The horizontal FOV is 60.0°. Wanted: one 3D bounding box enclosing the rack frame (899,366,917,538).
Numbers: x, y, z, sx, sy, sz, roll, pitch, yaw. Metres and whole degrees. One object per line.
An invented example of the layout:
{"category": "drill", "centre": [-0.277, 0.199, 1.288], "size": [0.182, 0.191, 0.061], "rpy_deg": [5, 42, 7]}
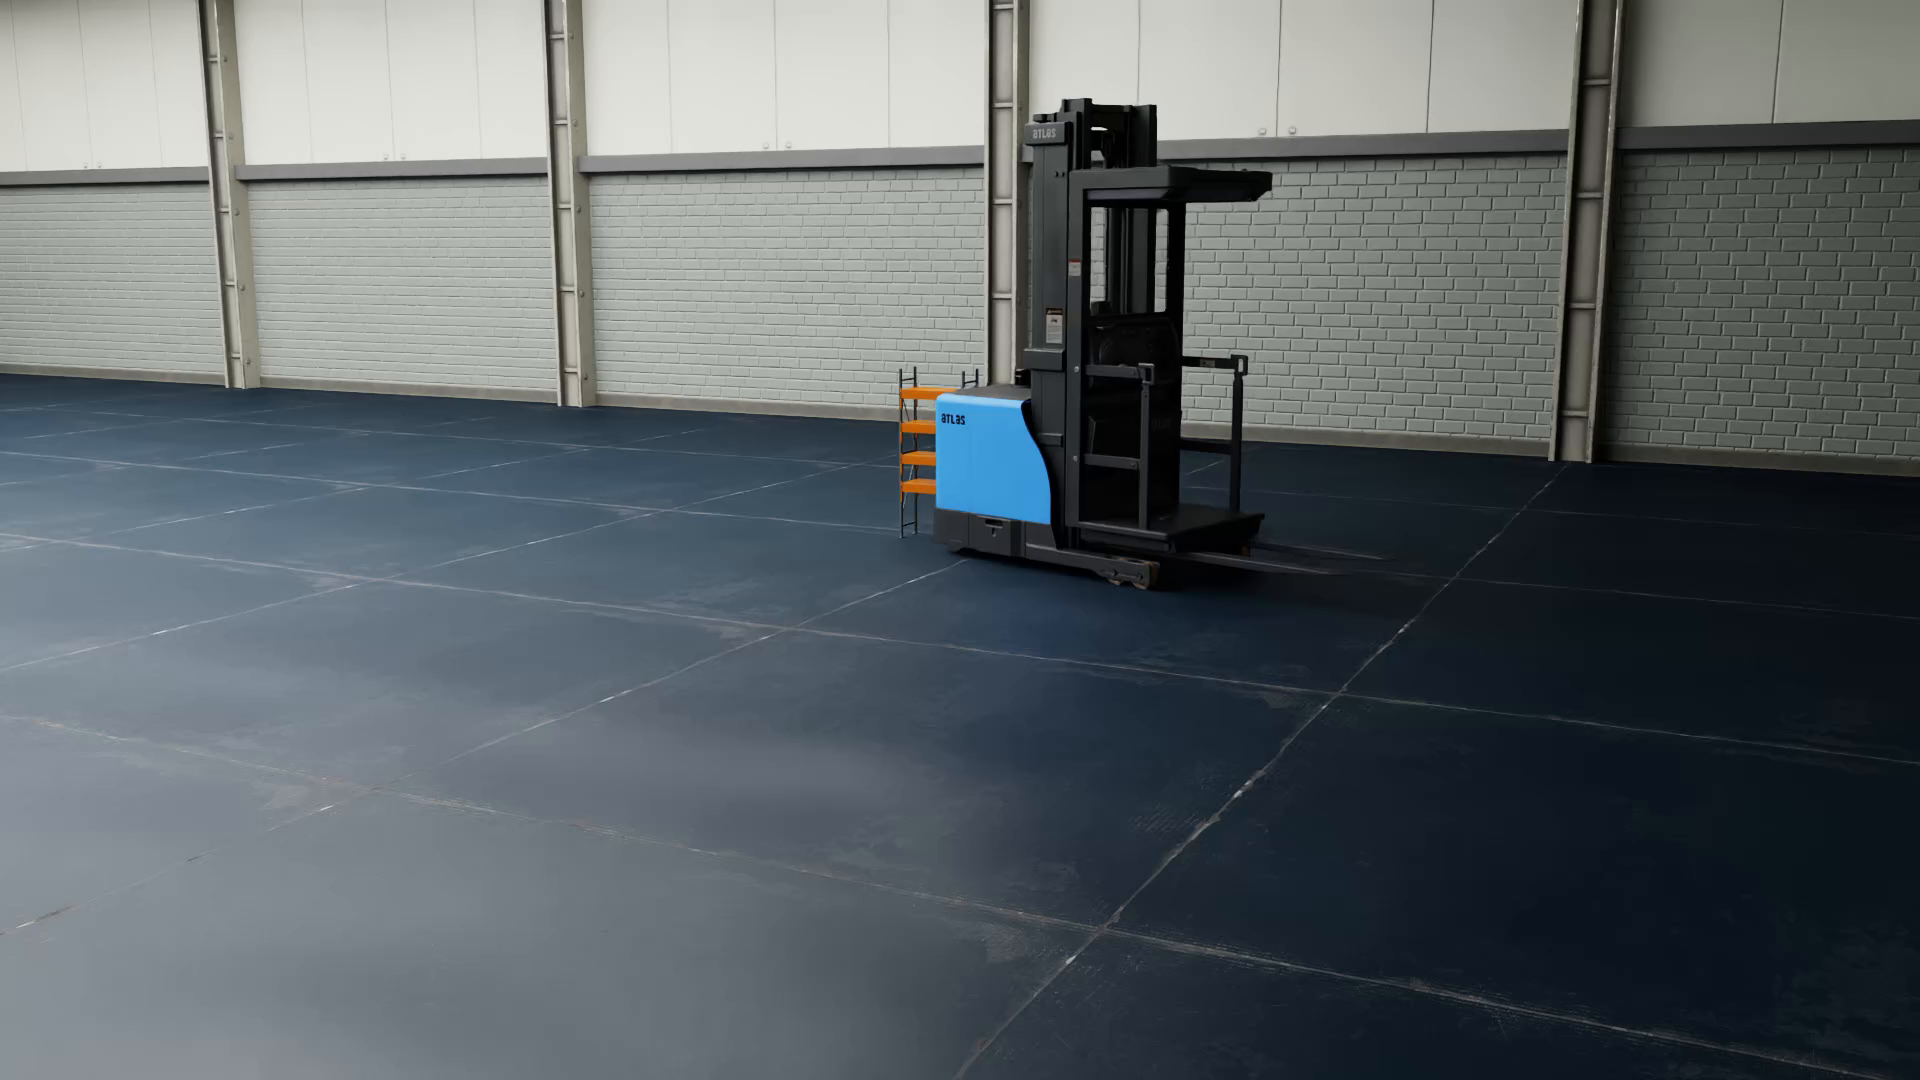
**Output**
{"category": "rack frame", "centre": [-0.367, -0.623, 11.802], "size": [0.015, 1.200, 0.240], "rpy_deg": [5, 11, 26]}

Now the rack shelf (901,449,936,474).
{"category": "rack shelf", "centre": [-0.148, -0.537, 11.707], "size": [0.480, 0.148, 0.258], "rpy_deg": [5, 11, 26]}

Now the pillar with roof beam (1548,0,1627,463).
{"category": "pillar with roof beam", "centre": [3.979, -4.511, 11.387], "size": [0.400, 9.000, 9.100], "rpy_deg": [5, 11, 26]}

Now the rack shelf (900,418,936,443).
{"category": "rack shelf", "centre": [-0.148, -0.757, 11.668], "size": [0.480, 0.148, 0.258], "rpy_deg": [5, 11, 26]}

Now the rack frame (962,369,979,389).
{"category": "rack frame", "centre": [0.070, -0.584, 11.589], "size": [0.015, 1.200, 0.240], "rpy_deg": [5, 11, 26]}

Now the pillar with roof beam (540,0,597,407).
{"category": "pillar with roof beam", "centre": [-6.782, -5.457, 16.612], "size": [0.400, 9.000, 9.100], "rpy_deg": [5, 11, 26]}

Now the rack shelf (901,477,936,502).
{"category": "rack shelf", "centre": [-0.148, -0.342, 11.743], "size": [0.480, 0.148, 0.258], "rpy_deg": [5, 11, 26]}

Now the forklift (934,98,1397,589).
{"category": "forklift", "centre": [1.251, -1.249, 10.402], "size": [3.031, 2.935, 1.130], "rpy_deg": [9, 14, 41]}

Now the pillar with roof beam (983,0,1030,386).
{"category": "pillar with roof beam", "centre": [-1.401, -4.984, 13.999], "size": [0.400, 9.000, 9.100], "rpy_deg": [5, 11, 26]}

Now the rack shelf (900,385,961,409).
{"category": "rack shelf", "centre": [-0.148, -0.990, 11.625], "size": [0.480, 0.148, 0.258], "rpy_deg": [5, 11, 26]}

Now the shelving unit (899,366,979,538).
{"category": "shelving unit", "centre": [-0.148, -0.603, 11.695], "size": [0.503, 1.200, 0.258], "rpy_deg": [5, 11, 26]}

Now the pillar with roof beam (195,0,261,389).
{"category": "pillar with roof beam", "centre": [-12.163, -5.929, 19.224], "size": [0.400, 9.000, 9.100], "rpy_deg": [5, 11, 26]}
